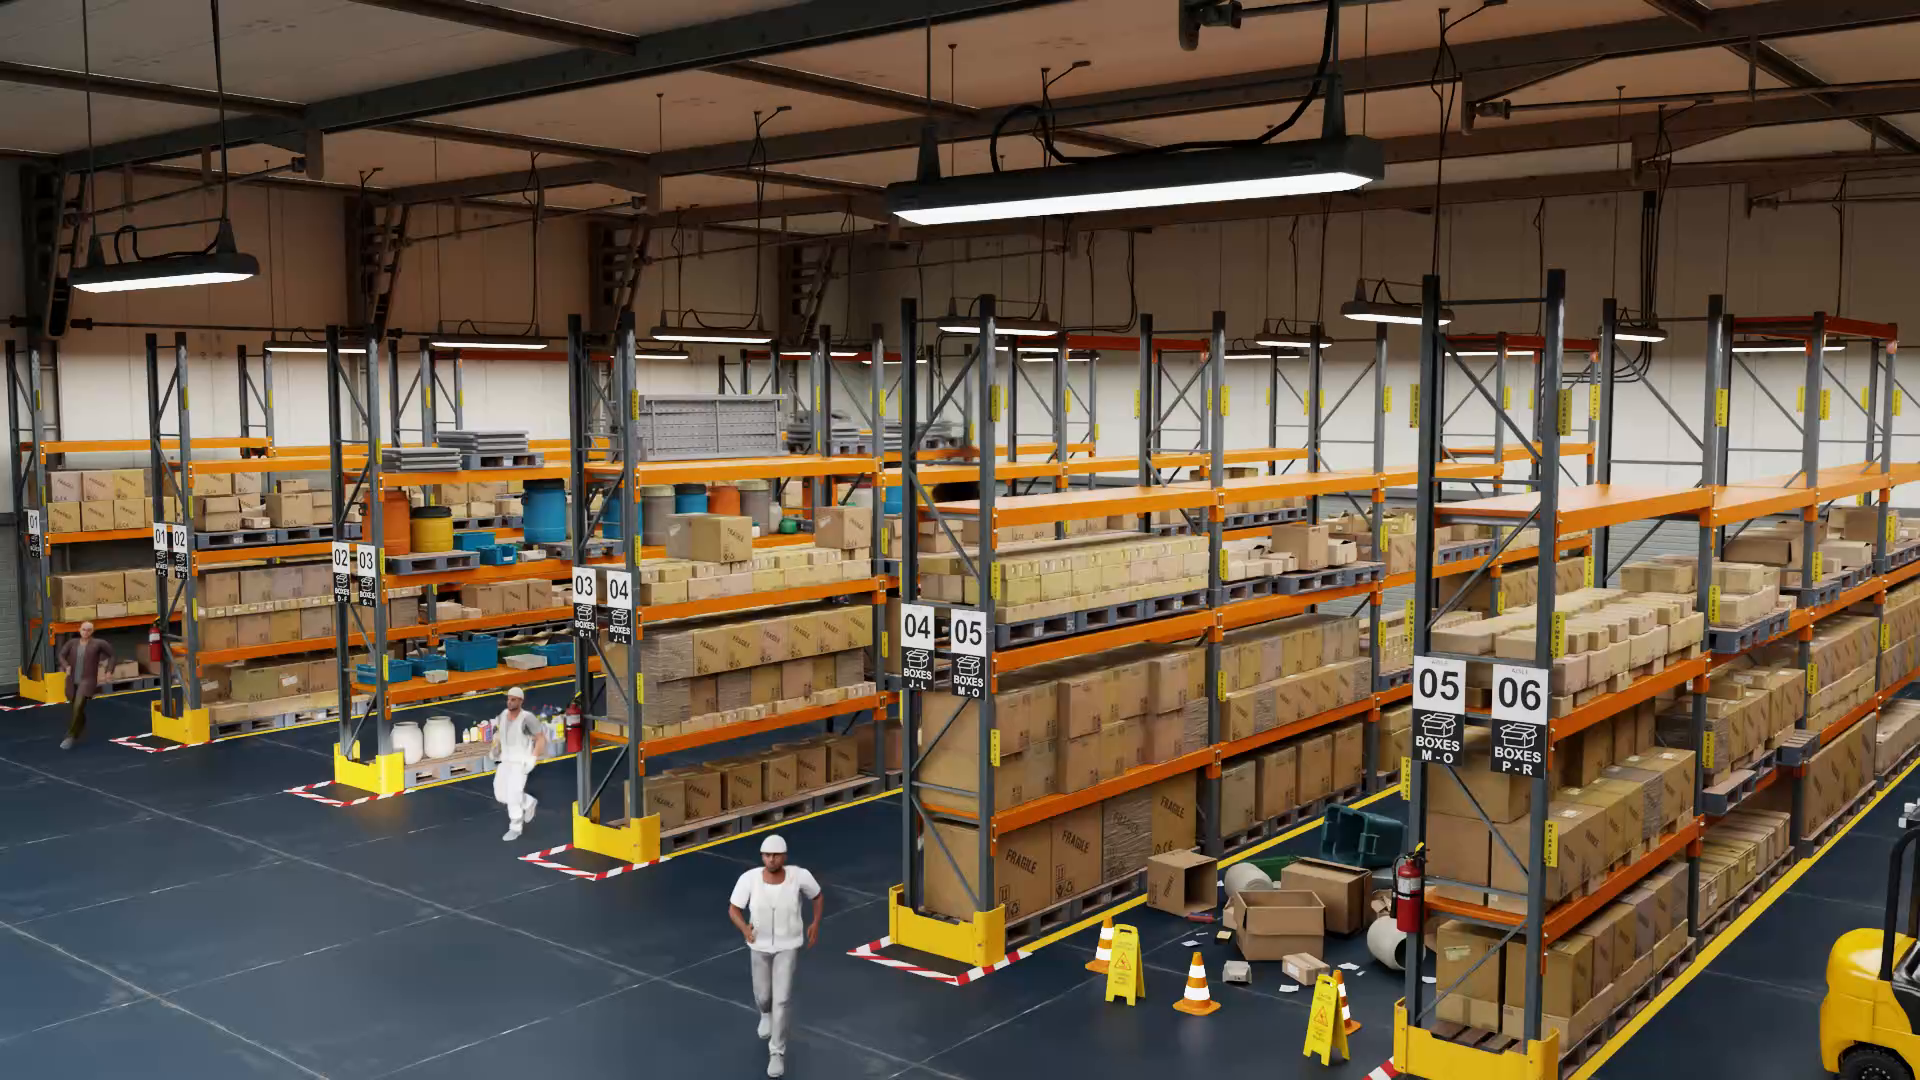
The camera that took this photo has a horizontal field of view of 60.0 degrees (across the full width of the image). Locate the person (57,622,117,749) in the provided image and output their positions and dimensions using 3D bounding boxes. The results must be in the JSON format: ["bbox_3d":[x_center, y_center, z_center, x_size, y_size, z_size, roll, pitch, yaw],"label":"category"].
[{"bbox_3d":[-12.800,2.135,24.335,0.770,1.696,0.932,0,5,-2],"label":"person"}]

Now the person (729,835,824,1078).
[{"bbox_3d":[-1.422,3.134,12.845,0.726,1.774,0.842,0,5,-1],"label":"person"}]

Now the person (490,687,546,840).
[{"bbox_3d":[-5.128,2.568,19.308,0.694,1.751,0.575,3,6,31],"label":"person"}]

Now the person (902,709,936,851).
[{"bbox_3d":[-0.393,2.664,18.497,0.550,1.640,0.634,2,6,23],"label":"person"}]
